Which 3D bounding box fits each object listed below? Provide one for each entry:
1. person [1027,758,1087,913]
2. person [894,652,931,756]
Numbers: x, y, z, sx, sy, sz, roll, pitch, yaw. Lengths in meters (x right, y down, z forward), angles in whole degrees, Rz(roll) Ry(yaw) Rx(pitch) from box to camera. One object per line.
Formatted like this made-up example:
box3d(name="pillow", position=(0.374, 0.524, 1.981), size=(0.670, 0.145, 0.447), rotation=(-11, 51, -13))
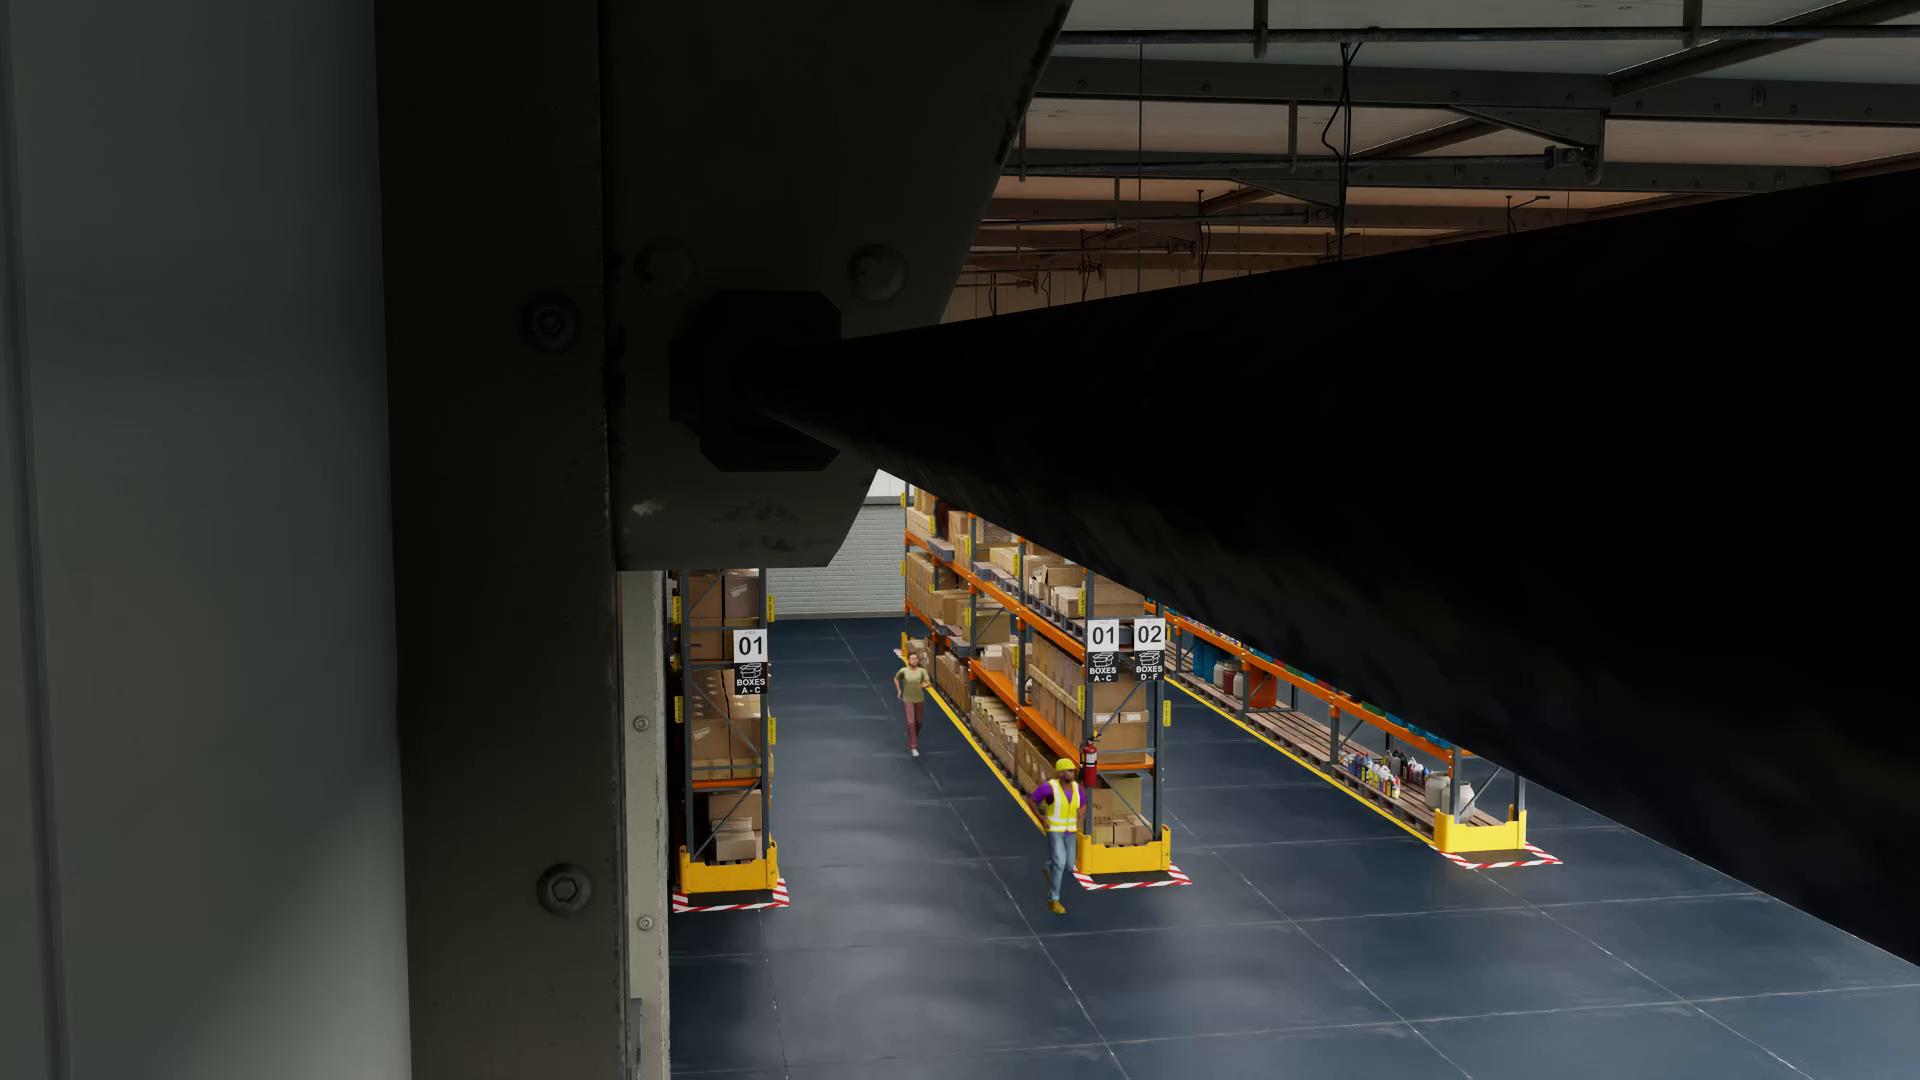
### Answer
box3d(name="person", position=(1.208, 3.451, 19.758), size=(0.731, 1.722, 0.858), rotation=(-3, 7, -30))
box3d(name="person", position=(-0.764, 2.649, 27.307), size=(0.577, 1.648, 0.969), rotation=(-1, 6, -13))
